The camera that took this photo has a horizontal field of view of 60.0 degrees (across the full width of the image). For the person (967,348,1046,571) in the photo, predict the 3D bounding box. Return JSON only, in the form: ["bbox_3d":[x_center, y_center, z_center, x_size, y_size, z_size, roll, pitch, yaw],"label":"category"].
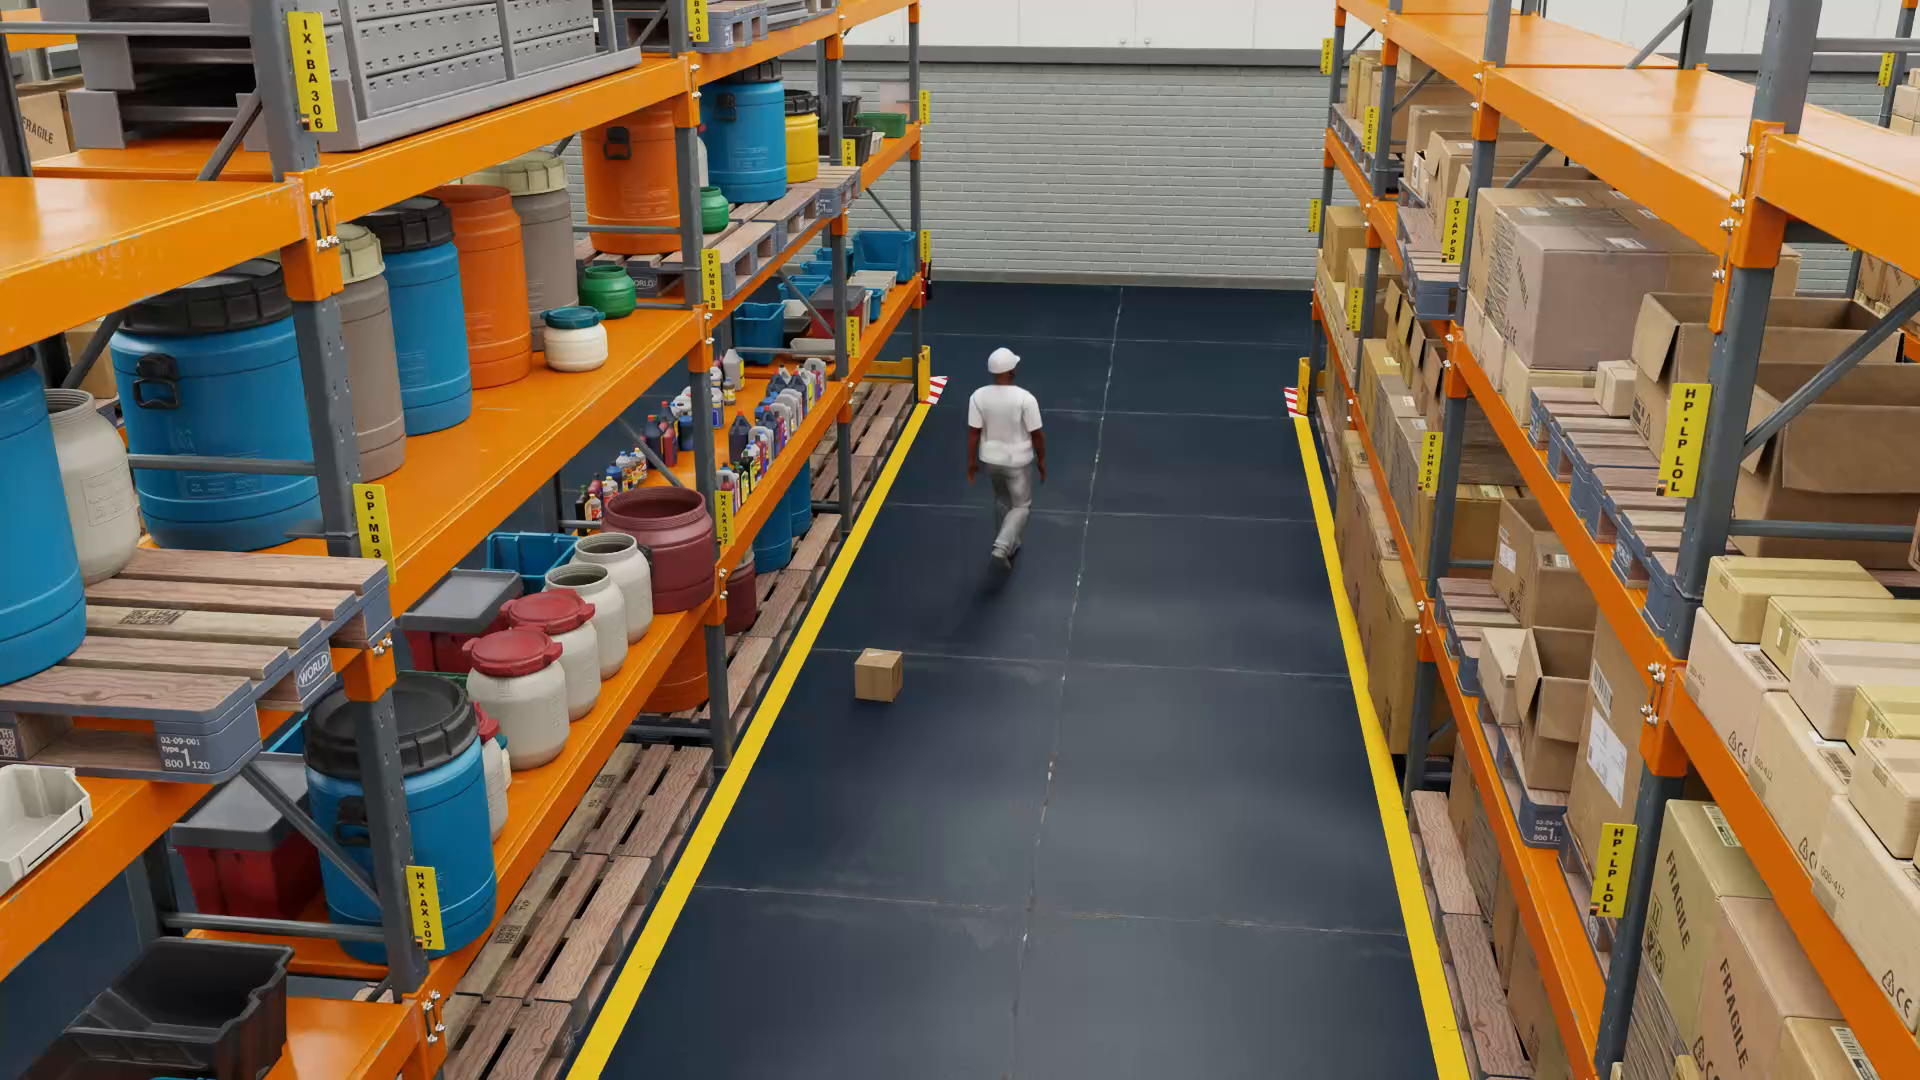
[{"bbox_3d":[0.353,-0.610,12.632,0.592,1.730,0.900,9,23,23],"label":"person"}]
